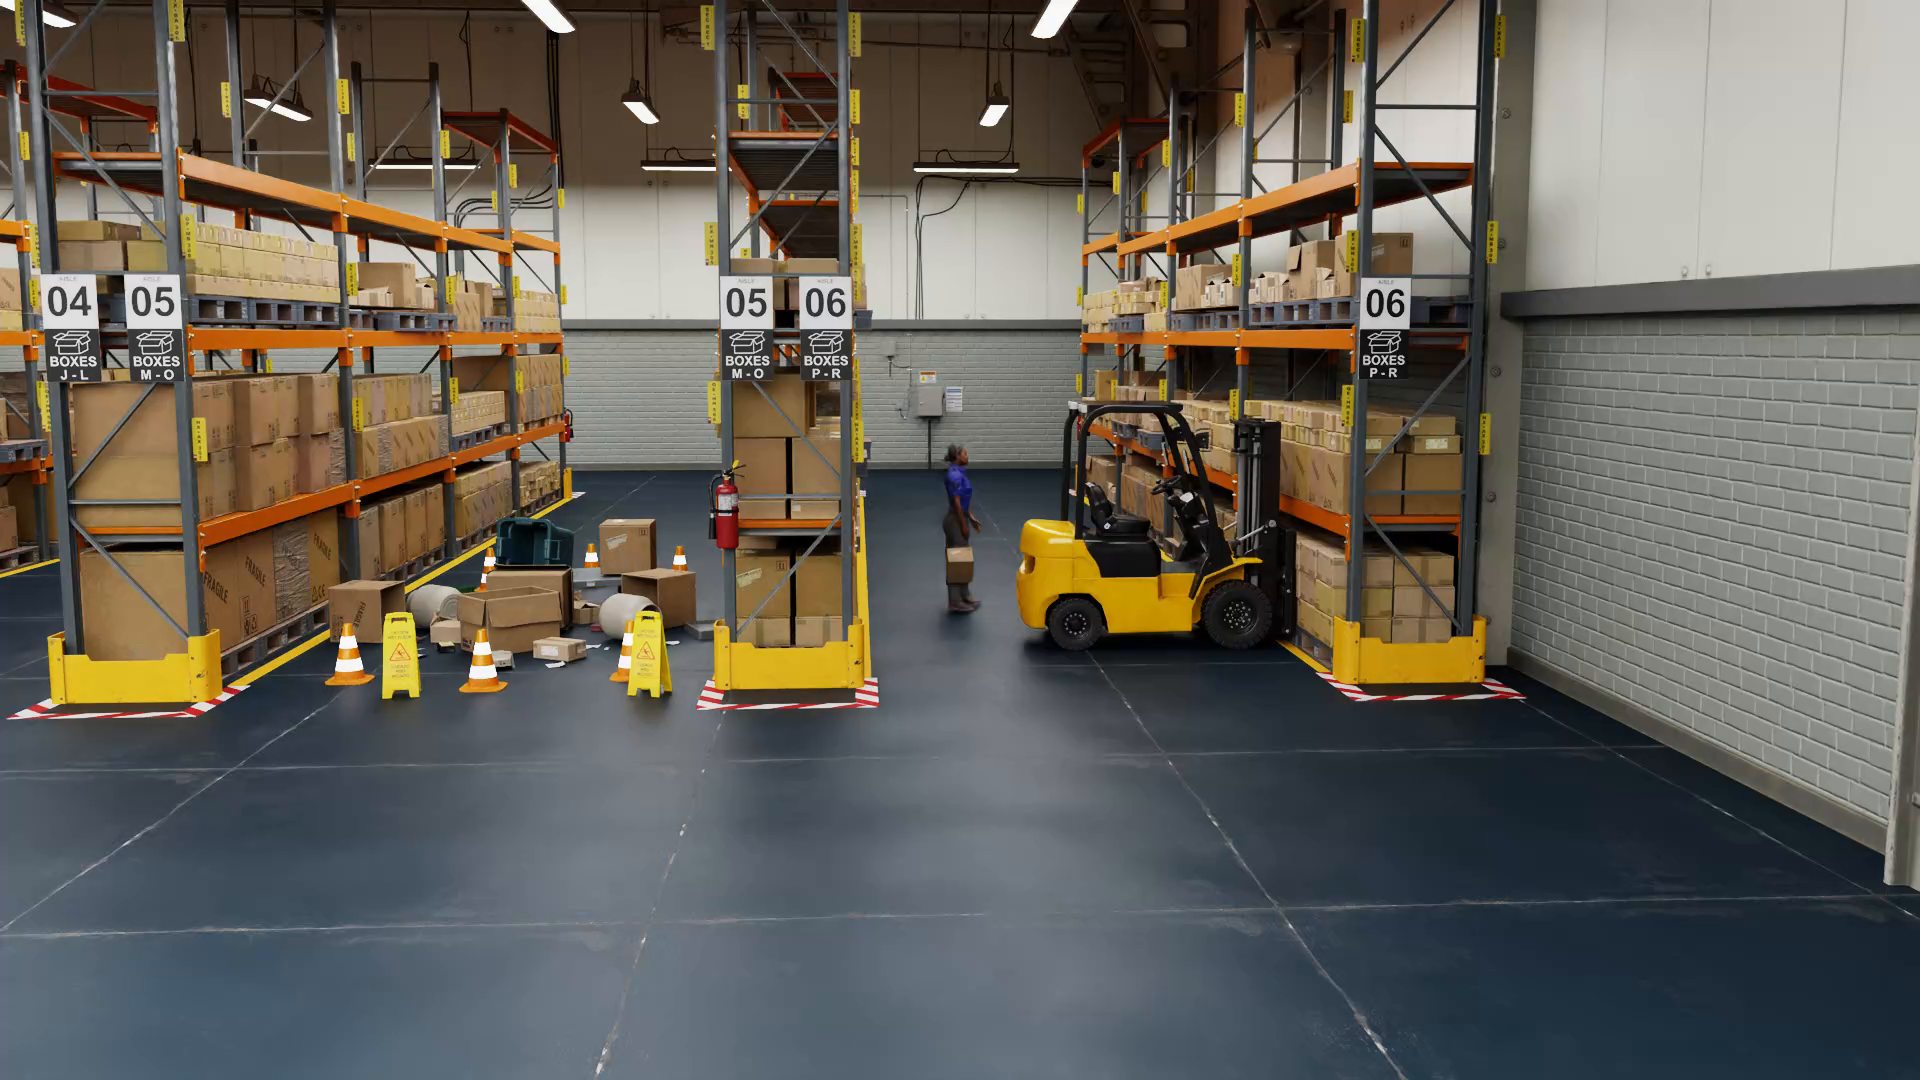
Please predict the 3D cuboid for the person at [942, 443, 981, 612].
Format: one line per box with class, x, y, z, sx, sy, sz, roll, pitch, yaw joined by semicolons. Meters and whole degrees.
person;0.014;-0.139;16.743;0.398;1.666;0.527;0;7;2
